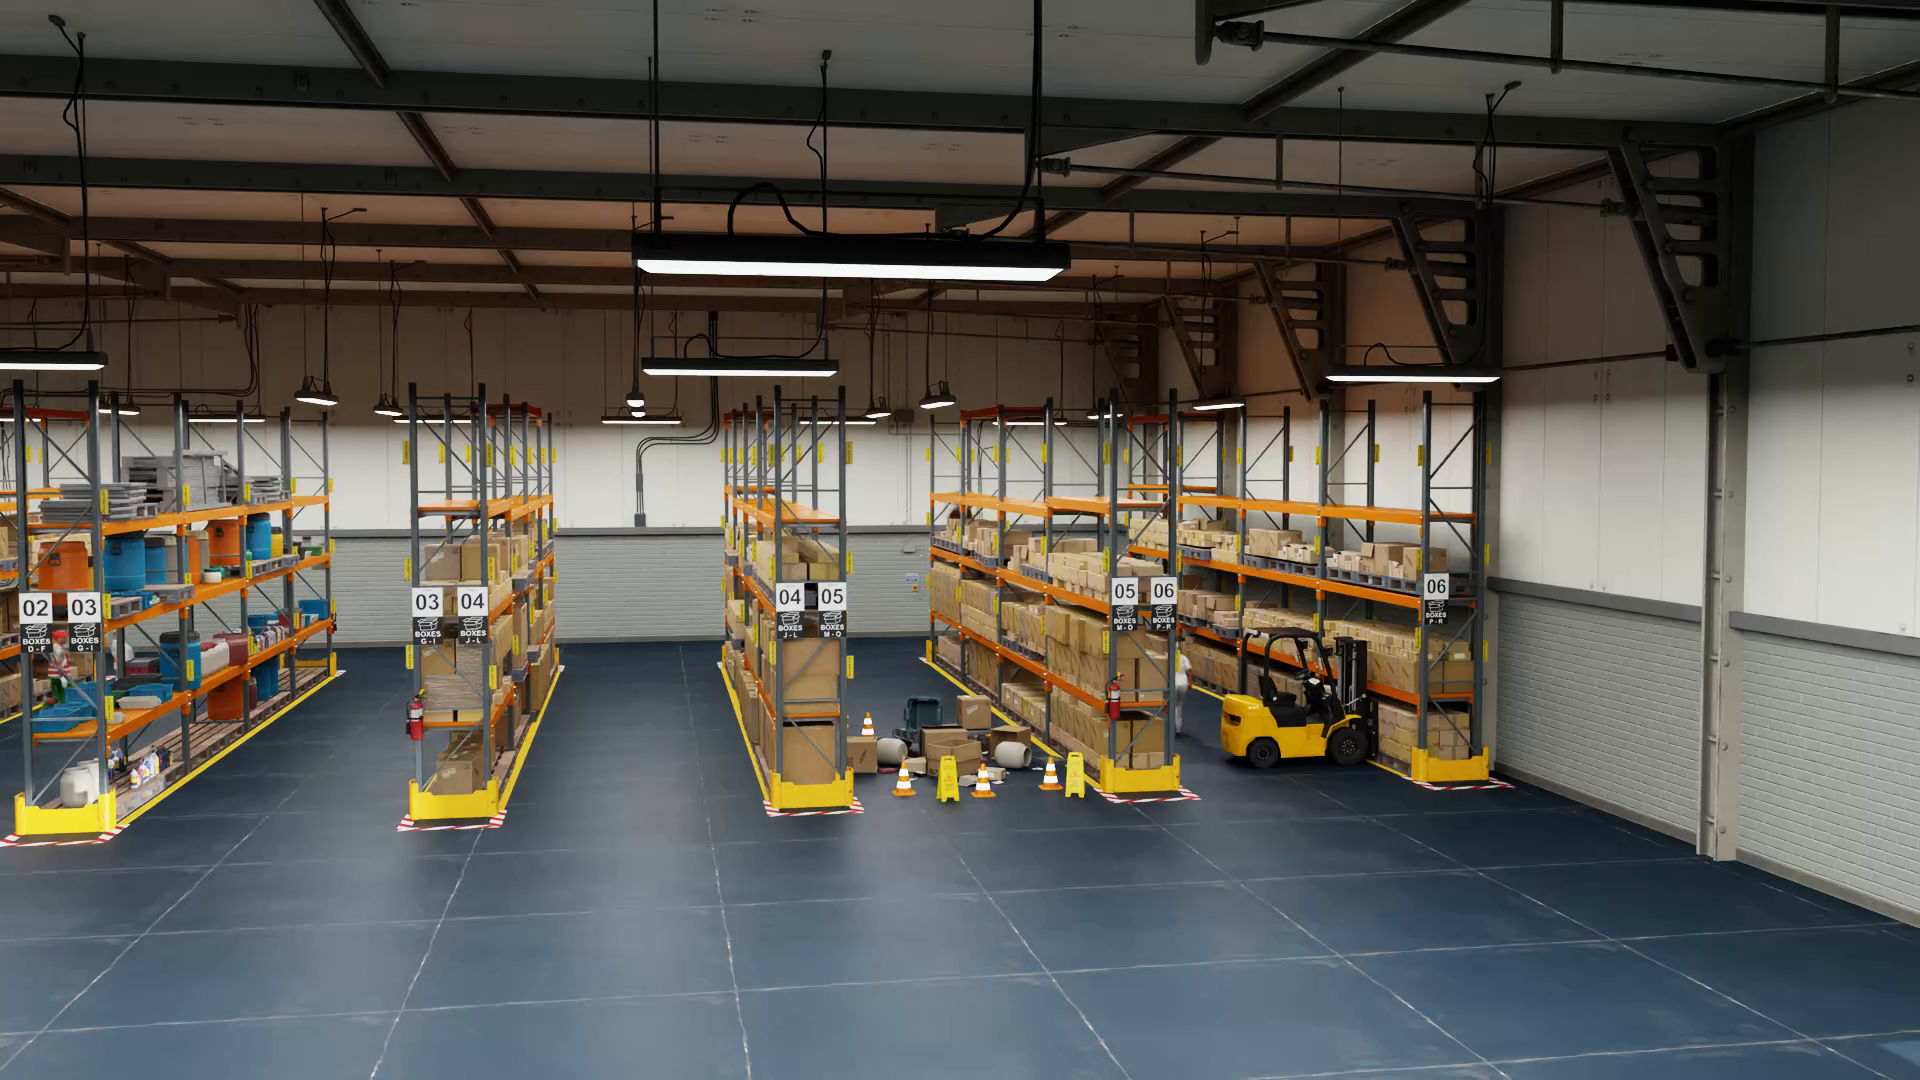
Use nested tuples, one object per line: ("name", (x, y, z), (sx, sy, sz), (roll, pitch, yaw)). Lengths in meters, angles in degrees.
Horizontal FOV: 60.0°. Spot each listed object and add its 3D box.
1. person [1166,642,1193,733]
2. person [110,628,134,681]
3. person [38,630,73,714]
("person", (3.923, 2.691, 30.152), (0.579, 1.696, 0.744), (0, 3, -7))
("person", (-15.895, 2.515, 31.706), (0.549, 1.825, 0.645), (1, 3, 15))
("person", (-16.702, 2.542, 30.740), (0.514, 1.781, 0.669), (1, 3, 24))
